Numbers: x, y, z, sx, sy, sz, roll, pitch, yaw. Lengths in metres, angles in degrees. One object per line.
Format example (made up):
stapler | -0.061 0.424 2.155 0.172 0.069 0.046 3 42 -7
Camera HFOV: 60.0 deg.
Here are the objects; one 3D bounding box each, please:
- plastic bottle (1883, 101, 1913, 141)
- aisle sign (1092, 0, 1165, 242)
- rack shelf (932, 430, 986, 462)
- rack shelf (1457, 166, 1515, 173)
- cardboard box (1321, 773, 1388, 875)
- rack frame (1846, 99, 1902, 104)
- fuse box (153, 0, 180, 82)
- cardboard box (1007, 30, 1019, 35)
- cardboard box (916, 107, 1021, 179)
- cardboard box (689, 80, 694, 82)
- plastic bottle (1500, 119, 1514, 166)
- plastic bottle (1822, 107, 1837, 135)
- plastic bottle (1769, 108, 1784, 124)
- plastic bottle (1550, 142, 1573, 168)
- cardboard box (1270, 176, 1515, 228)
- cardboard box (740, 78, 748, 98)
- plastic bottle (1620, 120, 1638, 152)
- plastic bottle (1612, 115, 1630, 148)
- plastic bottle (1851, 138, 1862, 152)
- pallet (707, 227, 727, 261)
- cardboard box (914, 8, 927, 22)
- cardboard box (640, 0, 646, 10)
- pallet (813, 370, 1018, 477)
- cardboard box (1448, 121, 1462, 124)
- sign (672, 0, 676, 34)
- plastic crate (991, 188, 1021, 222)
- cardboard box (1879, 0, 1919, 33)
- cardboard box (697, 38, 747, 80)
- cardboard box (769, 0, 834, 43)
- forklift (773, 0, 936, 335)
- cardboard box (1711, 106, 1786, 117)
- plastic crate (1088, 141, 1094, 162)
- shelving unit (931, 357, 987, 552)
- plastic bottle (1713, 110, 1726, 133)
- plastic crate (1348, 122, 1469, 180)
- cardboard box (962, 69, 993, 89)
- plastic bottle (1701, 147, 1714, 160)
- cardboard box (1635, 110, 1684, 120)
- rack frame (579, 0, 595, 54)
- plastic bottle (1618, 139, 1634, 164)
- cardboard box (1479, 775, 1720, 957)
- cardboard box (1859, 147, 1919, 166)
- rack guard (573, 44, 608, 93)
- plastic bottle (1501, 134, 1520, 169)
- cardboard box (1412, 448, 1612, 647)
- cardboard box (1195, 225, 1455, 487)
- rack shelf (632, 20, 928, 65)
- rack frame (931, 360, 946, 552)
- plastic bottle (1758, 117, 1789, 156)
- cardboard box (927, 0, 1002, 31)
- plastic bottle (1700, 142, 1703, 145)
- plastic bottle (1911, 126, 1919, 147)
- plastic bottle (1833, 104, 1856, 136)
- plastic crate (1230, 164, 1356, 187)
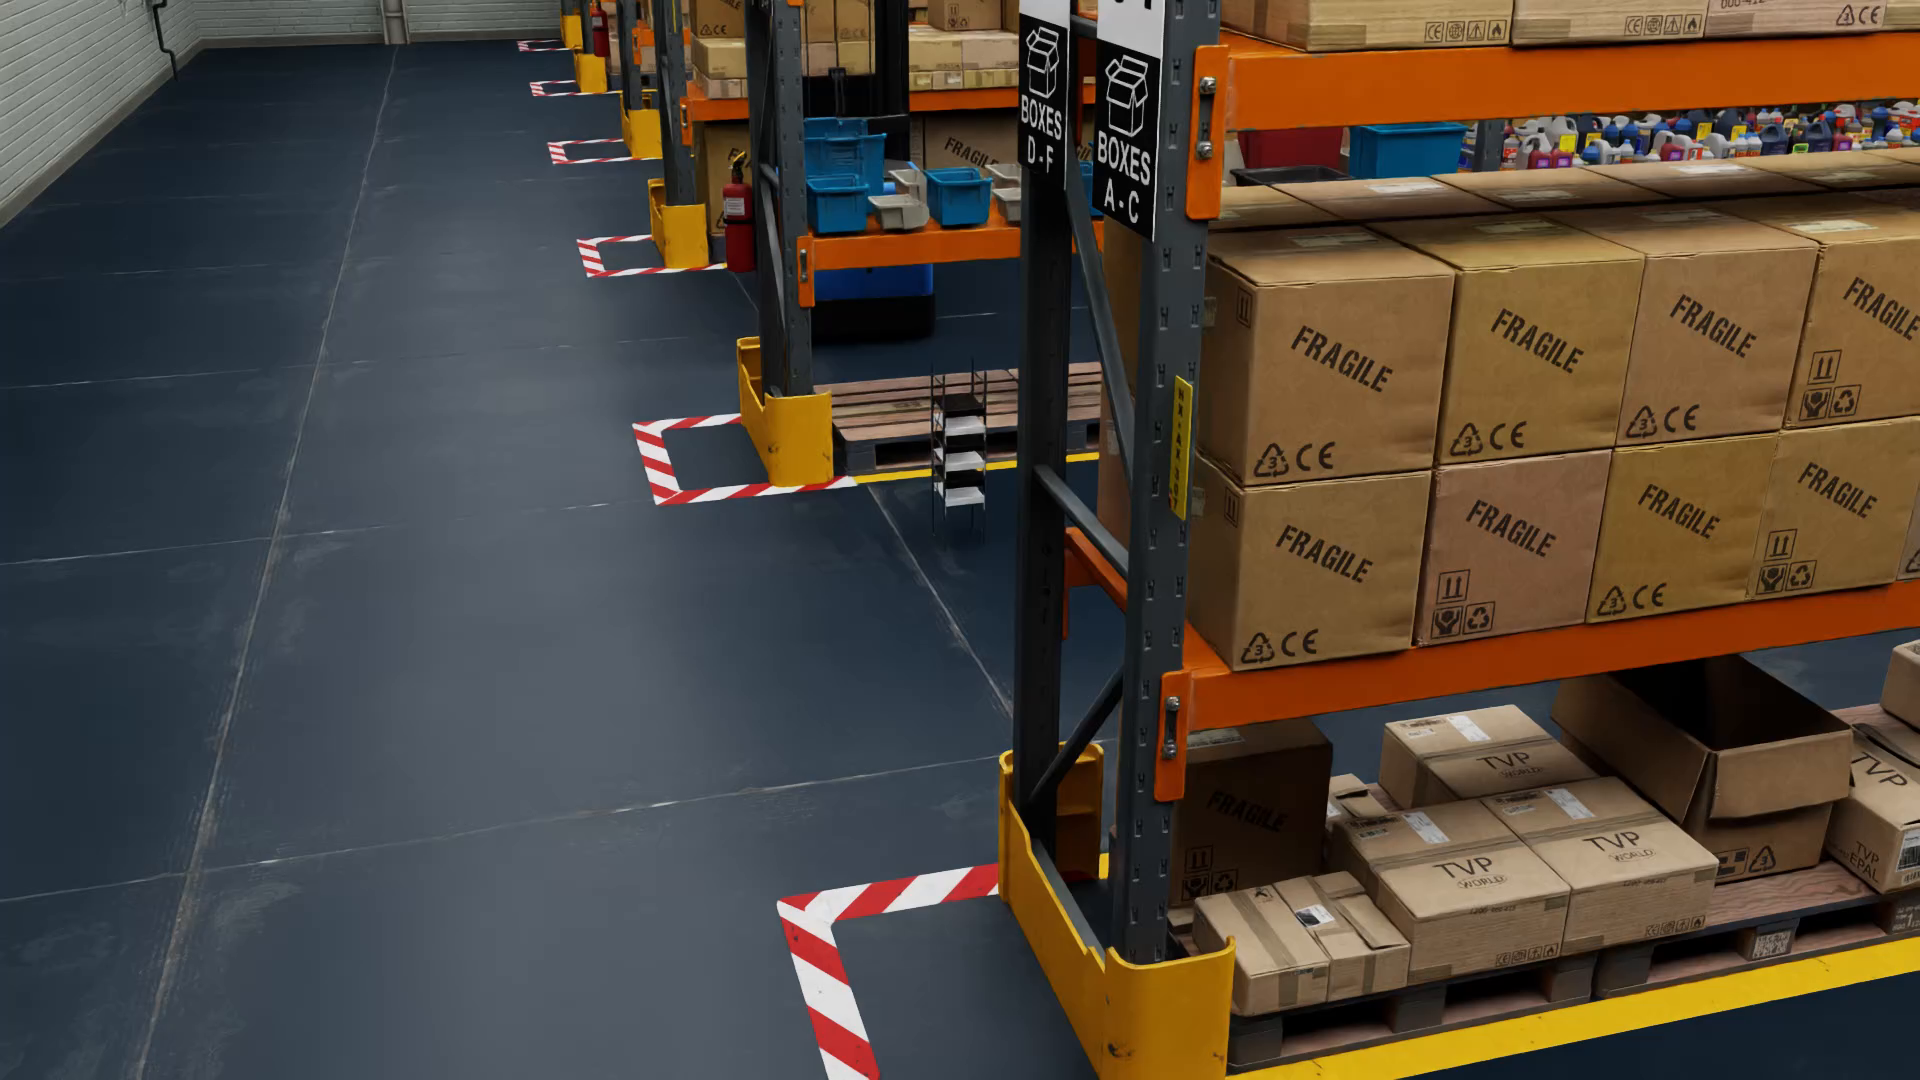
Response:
plastic bottle | 6.225 -2.773 11.067 0.135 0.276 0.152 -6 24 -14
aisle sign | 0.375 -1.096 3.705 0.004 0.787 0.394 -6 24 -14
rack shelf | -0.008 -0.465 8.048 0.200 0.077 0.258 -6 24 -14
rack shelf | 4.804 -2.210 10.509 4.000 0.370 1.077 -6 24 -14
cardboard box | 1.232 0.919 5.340 0.250 0.166 0.380 -6 24 -14
rack frame | 9.243 -5.060 16.239 0.127 3.000 1.000 -6 24 -14
fuse box | -10.838 -7.156 22.757 0.414 1.711 0.539 -6 24 -14
cardboard box | 0.688 -4.073 13.752 0.500 0.250 0.500 -6 24 -13
cardboard box | 0.016 -3.289 14.273 0.875 0.875 0.875 -6 24 -14
cardboard box | -2.855 -4.990 18.403 0.250 0.149 0.380 -6 24 -13
plastic bottle | 3.380 -2.481 10.375 0.133 0.283 0.061 -6 24 -14
plastic bottle | 5.677 -2.697 10.894 0.097 0.271 0.097 0 23 0
plastic bottle | 5.310 -2.681 10.858 0.097 0.271 0.097 0 23 0
plastic bottle | 3.475 -2.165 9.640 0.133 0.283 0.061 -6 24 -14
cardboard box | 1.201 -0.732 4.757 0.500 0.500 0.500 -6 24 -13
cardboard box | -1.634 -3.607 13.171 0.250 0.149 0.380 -7 24 -15
plastic bottle | 4.189 -2.495 10.423 0.097 0.271 0.097 0 23 0
plastic bottle | 4.137 -2.542 10.528 0.135 0.276 0.152 -6 24 -14
plastic bottle | 5.461 -2.355 10.186 0.097 0.201 0.097 0 23 0
pallet | -1.563 -2.615 14.078 1.213 0.211 1.003 -6 24 -14
cardboard box | -0.406 -5.793 18.264 0.250 0.149 0.380 -5 24 -12
cardboard box | -3.191 -6.004 17.935 0.500 0.500 0.500 -6 24 -13
pallet | -0.169 -0.693 9.598 1.213 0.211 1.003 -6 24 -14
cardboard box | 3.861 -3.693 15.215 0.875 0.875 1.225 -6 24 -14
sign | -2.167 -4.005 12.581 0.005 0.325 0.100 -6 24 -14
plastic crate | 0.338 -1.784 8.863 0.298 0.136 0.250 -6 24 -14
cardboard box | 2.370 -1.446 4.203 0.500 0.250 0.500 -6 24 -14
cardboard box | -1.776 -3.798 13.111 0.500 0.250 0.500 -7 24 -16
cardboard box | -1.295 -4.196 13.088 0.500 0.500 0.500 -7 24 -16
forklift | -0.955 -3.285 12.188 1.130 2.935 3.031 -4 24 -10
cardboard box | 7.643 -3.953 16.271 0.500 0.500 0.700 -8 25 -19
plastic crate | 0.935 -2.168 9.635 0.300 0.233 0.416 -6 24 -14
shelving unit | -0.008 -0.413 8.071 0.210 0.900 0.258 -6 24 -14
plastic bottle | 4.890 -2.626 10.722 0.135 0.276 0.152 -6 24 -14
plastic crate | 2.521 -2.169 9.444 0.575 0.384 0.392 -6 24 -14
cardboard box | 0.098 -3.799 13.618 0.250 0.149 0.380 -7 24 -15
plastic bottle | 4.437 -2.242 9.922 0.097 0.201 0.097 0 23 0
cardboard box | 6.536 -4.175 15.838 0.500 0.250 0.500 -4 23 -8
rack frame | -4.988 -7.544 22.029 0.127 3.000 1.000 -6 24 -14
plastic bottle | 3.898 -2.214 9.769 0.097 0.271 0.097 0 23 0
cardboard box | 1.924 0.984 5.082 0.500 0.250 0.500 -6 24 -14
cardboard box | 3.186 -0.954 5.274 0.500 0.500 0.500 -7 24 -16
rack guard | -5.011 -6.393 22.516 0.348 0.500 1.175 -6 24 -14
plastic bottle | 3.419 -2.415 10.326 0.097 0.201 0.097 0 23 0
cardboard box | 1.355 -0.071 4.484 0.500 0.500 0.500 -7 24 -15
cardboard box | 0.859 -0.473 4.154 0.500 0.500 0.500 -6 24 -13
rack shelf | -1.628 -5.558 18.312 4.000 0.370 1.077 -6 24 -14
rack frame | -0.106 -0.402 8.045 0.006 0.900 0.240 -6 24 -14
plastic bottle | 4.884 -2.369 10.030 0.185 0.351 0.144 -6 24 -14
cardboard box | 0.034 -4.560 13.935 0.500 0.500 0.500 -7 24 -16
plastic bottle | 4.490 -2.310 10.081 0.097 0.201 0.097 0 23 0
plastic bottle | 5.929 -2.439 10.293 0.097 0.271 0.097 0 23 0
plastic bottle | 5.780 -2.724 10.952 0.135 0.276 0.152 -6 24 -14
plastic crate | 1.873 -2.008 9.397 0.590 0.125 0.437 -6 24 -14
